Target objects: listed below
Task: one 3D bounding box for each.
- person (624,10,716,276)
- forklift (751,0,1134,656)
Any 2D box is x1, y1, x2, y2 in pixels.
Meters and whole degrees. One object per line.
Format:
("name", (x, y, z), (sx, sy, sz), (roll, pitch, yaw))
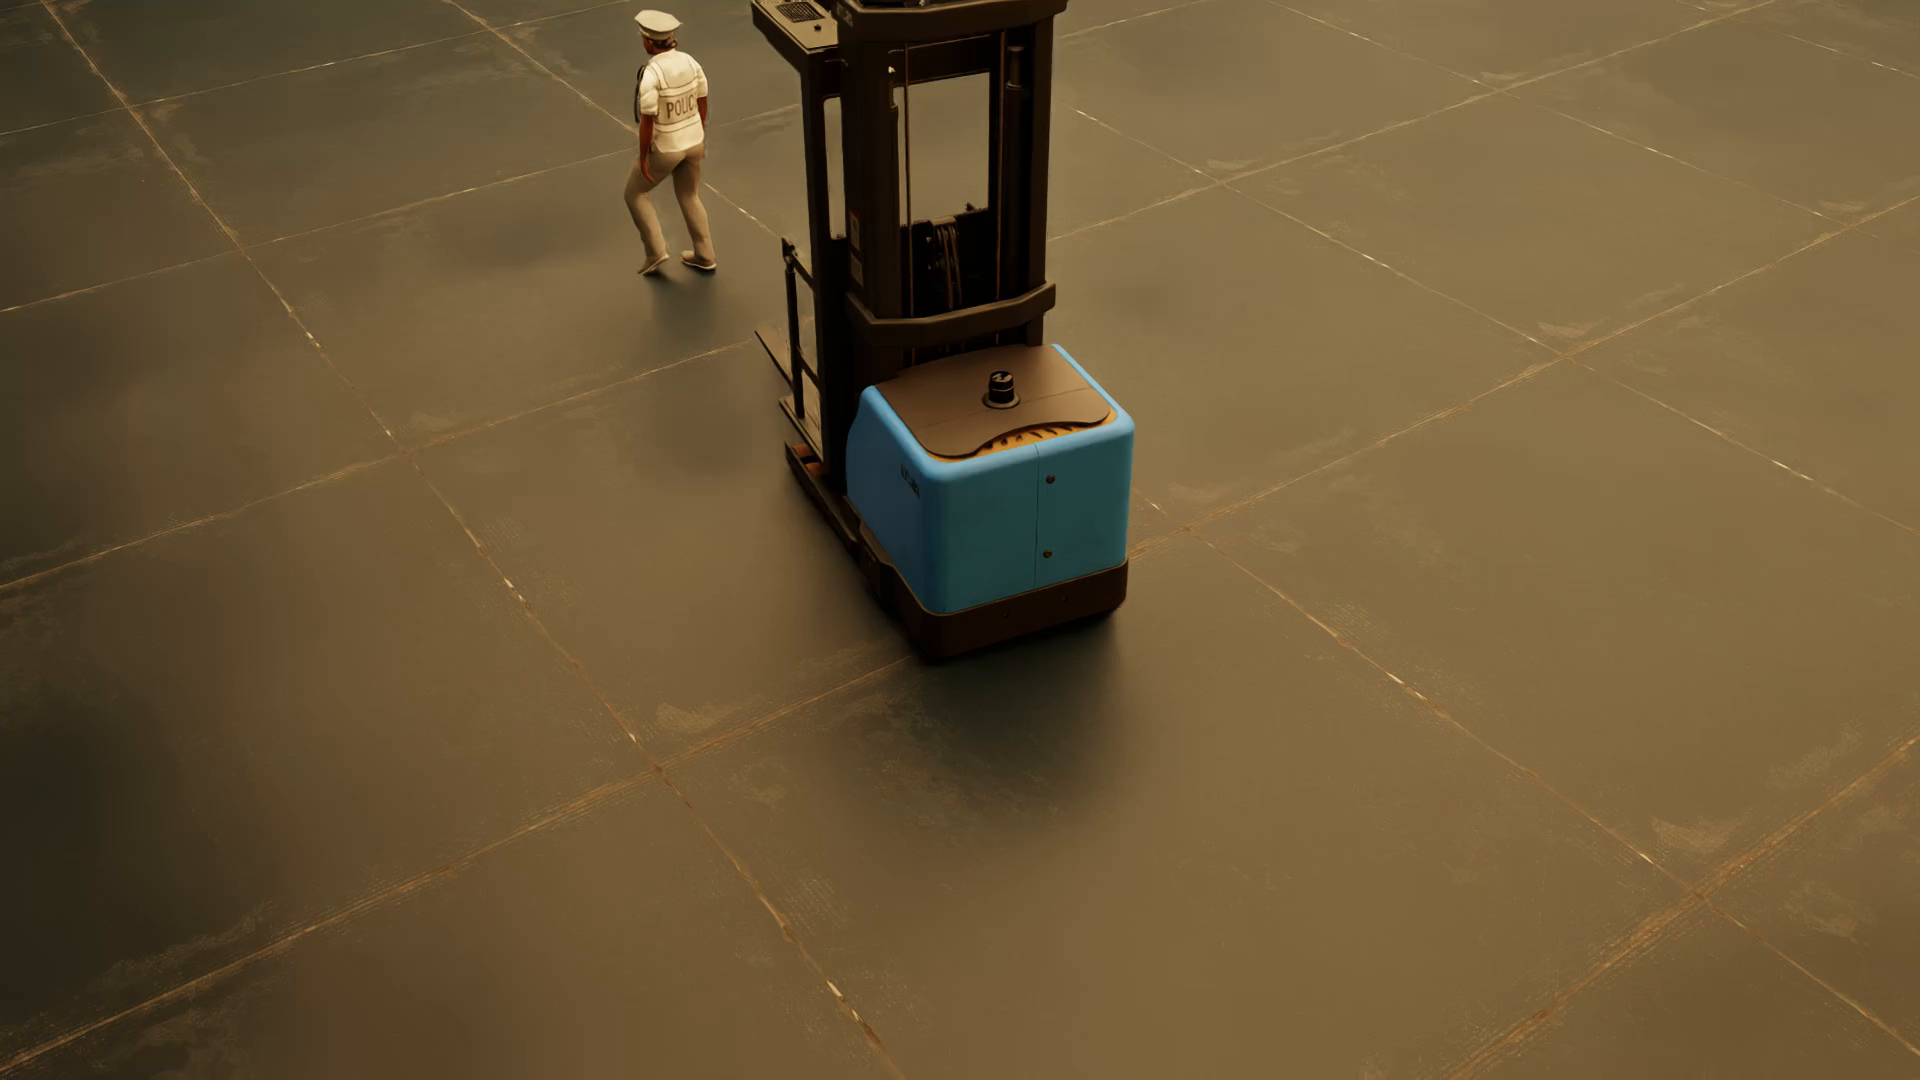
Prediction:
("person", (-1.822, -2.441, 10.367), (0.478, 1.692, 0.553), (25, 43, 30))
("forklift", (-0.277, -1.518, 7.998), (1.130, 2.935, 3.031), (-15, 39, -19))
